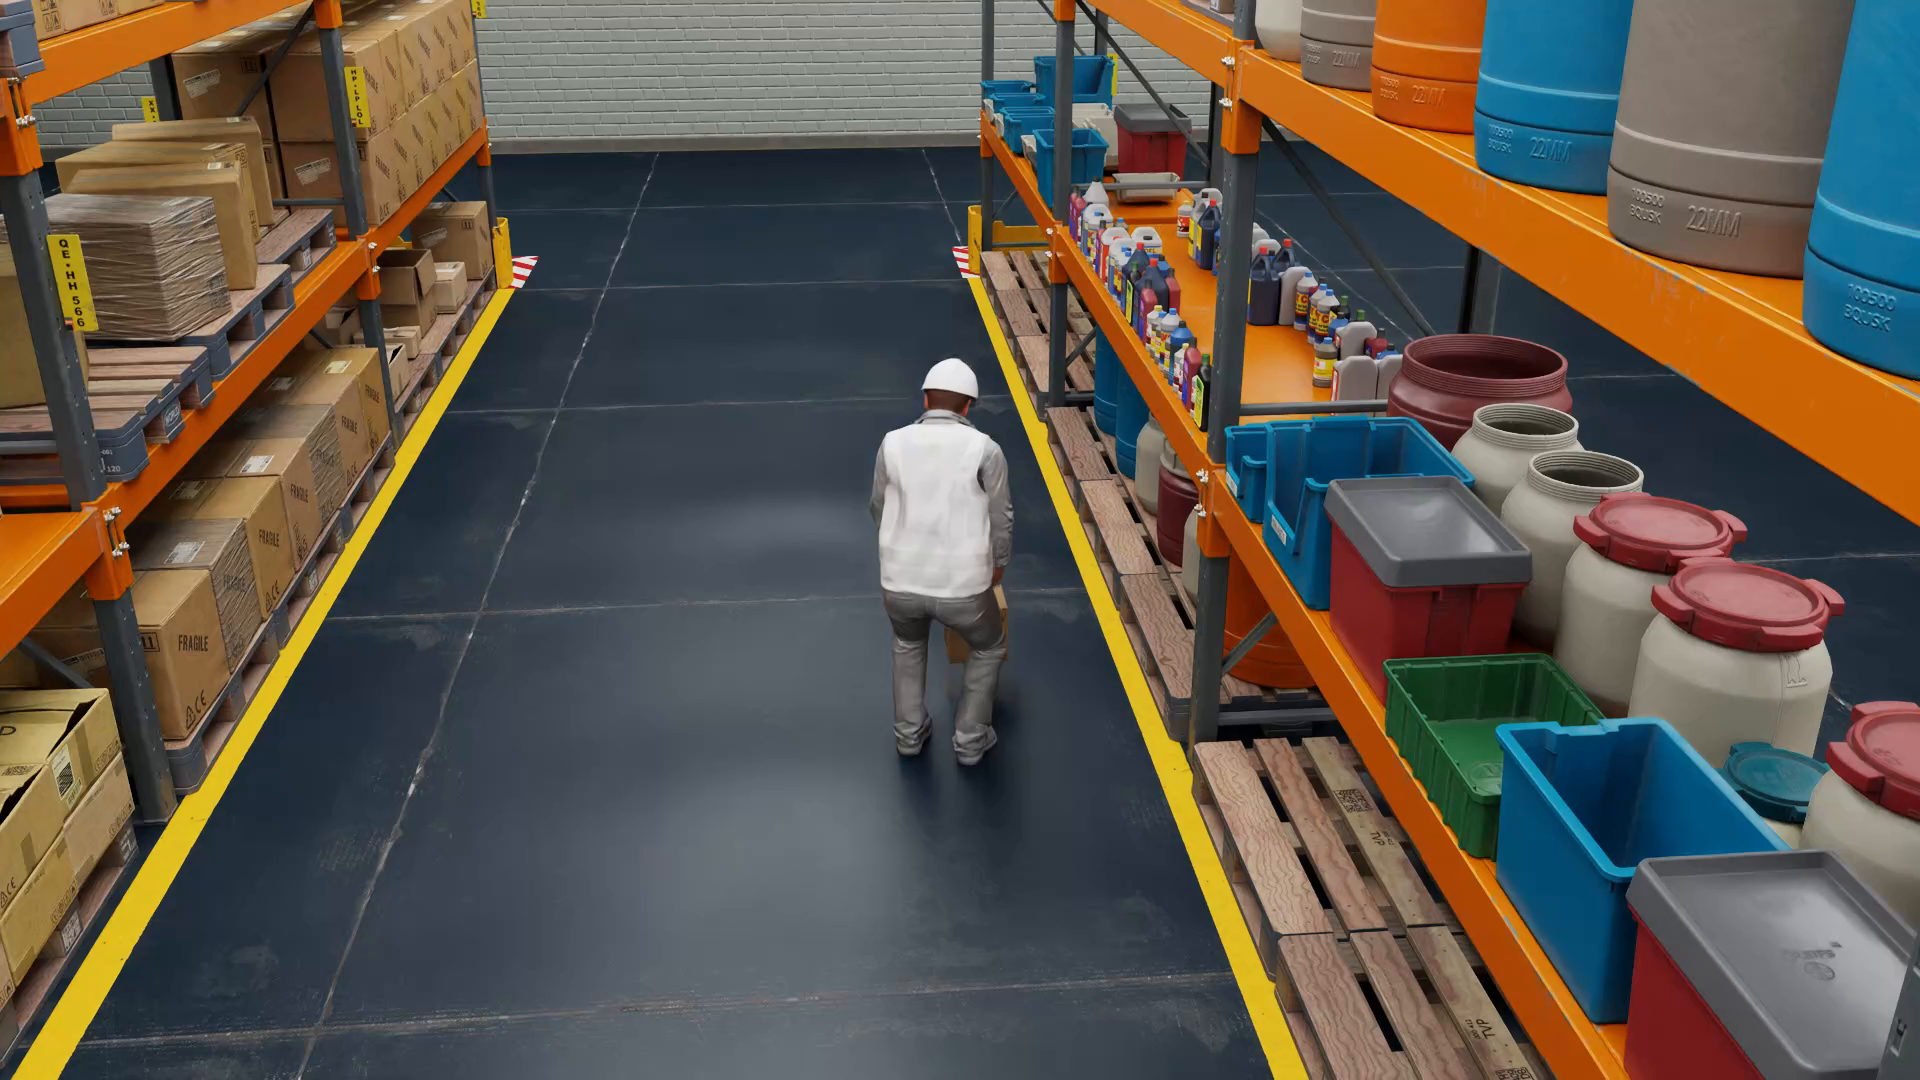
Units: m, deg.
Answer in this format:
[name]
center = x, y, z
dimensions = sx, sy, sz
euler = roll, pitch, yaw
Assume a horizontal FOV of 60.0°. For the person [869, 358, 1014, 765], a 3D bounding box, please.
[person]
center = -0.085, 0.102, 6.582
dimensions = 0.586, 1.584, 0.649
euler = 7, 24, 15
